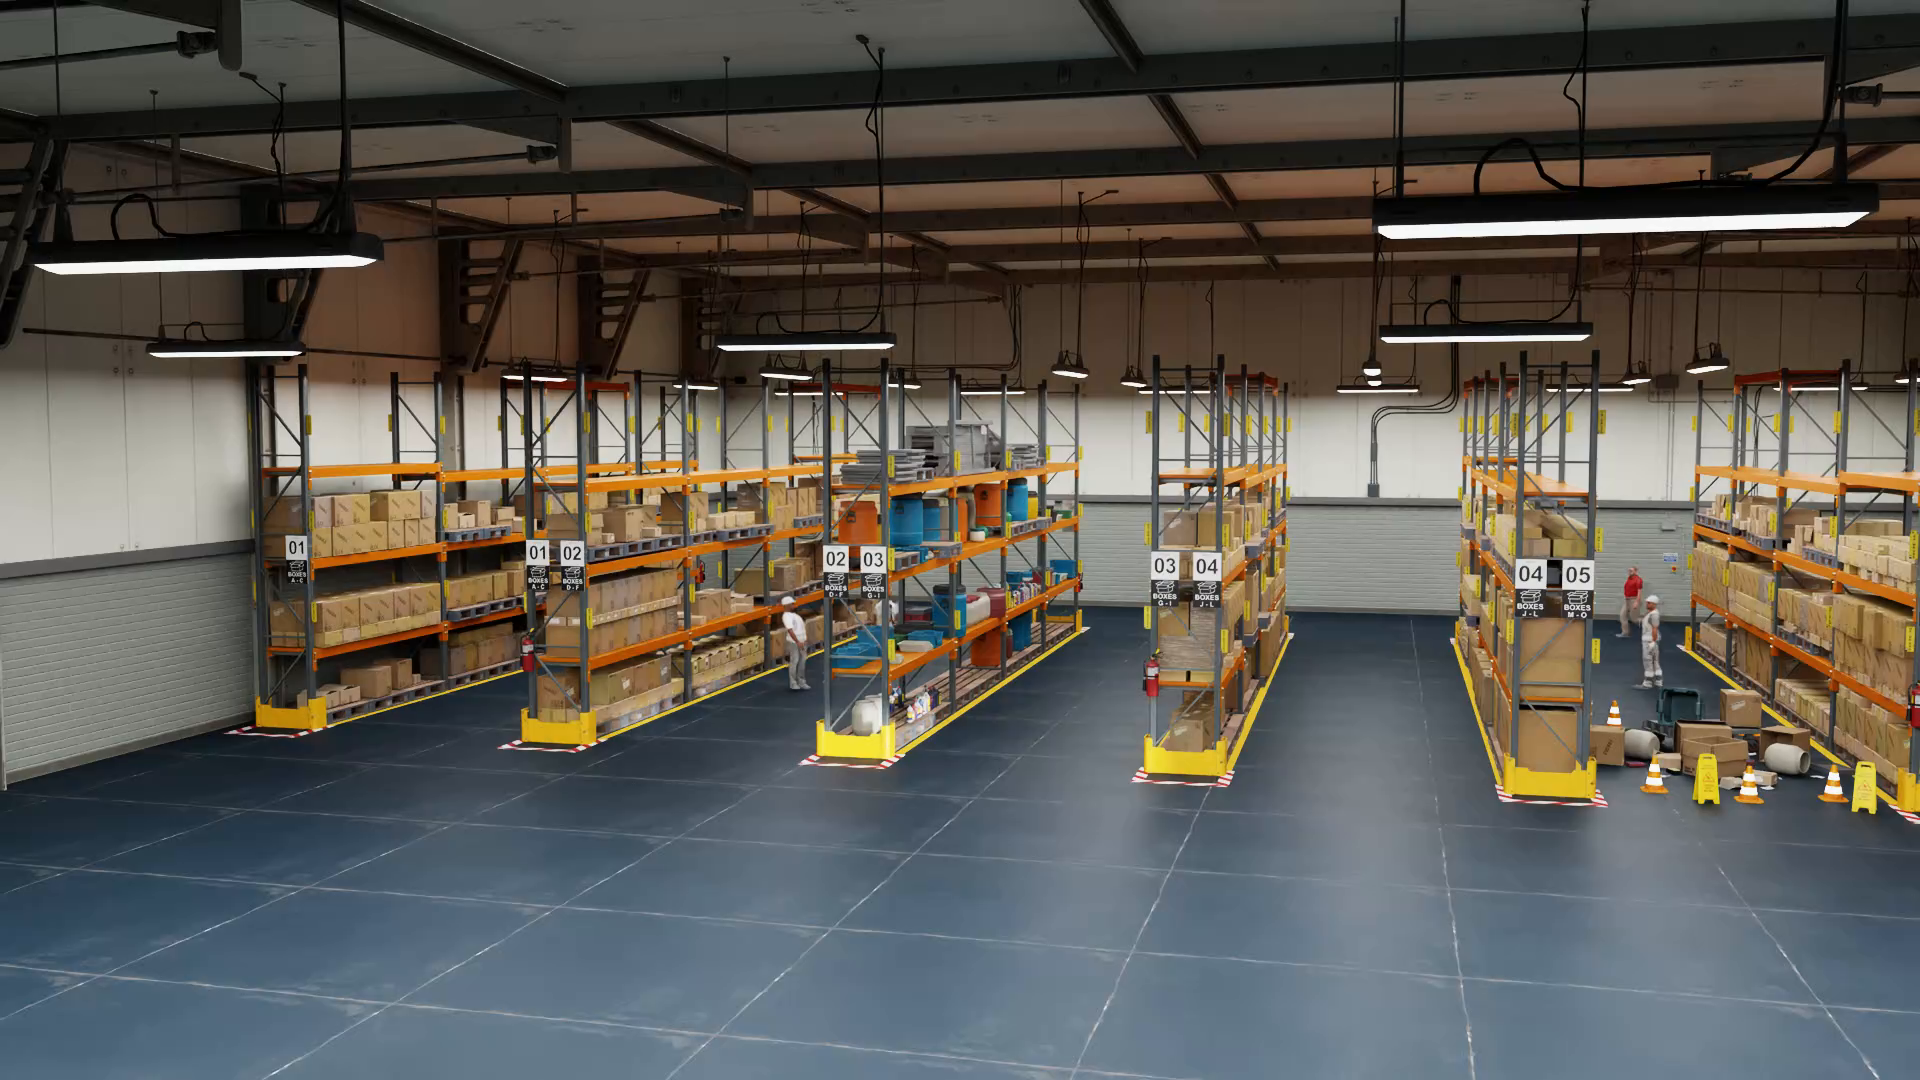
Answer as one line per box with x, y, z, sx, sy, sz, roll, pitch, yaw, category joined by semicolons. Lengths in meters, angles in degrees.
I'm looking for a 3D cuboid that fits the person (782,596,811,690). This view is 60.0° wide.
-3.075;1.959;31.519;0.645;1.782;0.670;2;5;31;person

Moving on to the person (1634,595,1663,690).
13.090;1.941;31.526;0.444;1.797;0.582;3;5;40;person

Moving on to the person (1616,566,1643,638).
15.813;1.451;38.973;0.827;1.683;0.562;0;4;1;person

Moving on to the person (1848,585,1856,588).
19.024;1.679;35.402;0.683;1.805;0.580;-2;4;-23;person

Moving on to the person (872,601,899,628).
-1.529;1.843;33.965;0.584;1.731;0.722;2;4;23;person
